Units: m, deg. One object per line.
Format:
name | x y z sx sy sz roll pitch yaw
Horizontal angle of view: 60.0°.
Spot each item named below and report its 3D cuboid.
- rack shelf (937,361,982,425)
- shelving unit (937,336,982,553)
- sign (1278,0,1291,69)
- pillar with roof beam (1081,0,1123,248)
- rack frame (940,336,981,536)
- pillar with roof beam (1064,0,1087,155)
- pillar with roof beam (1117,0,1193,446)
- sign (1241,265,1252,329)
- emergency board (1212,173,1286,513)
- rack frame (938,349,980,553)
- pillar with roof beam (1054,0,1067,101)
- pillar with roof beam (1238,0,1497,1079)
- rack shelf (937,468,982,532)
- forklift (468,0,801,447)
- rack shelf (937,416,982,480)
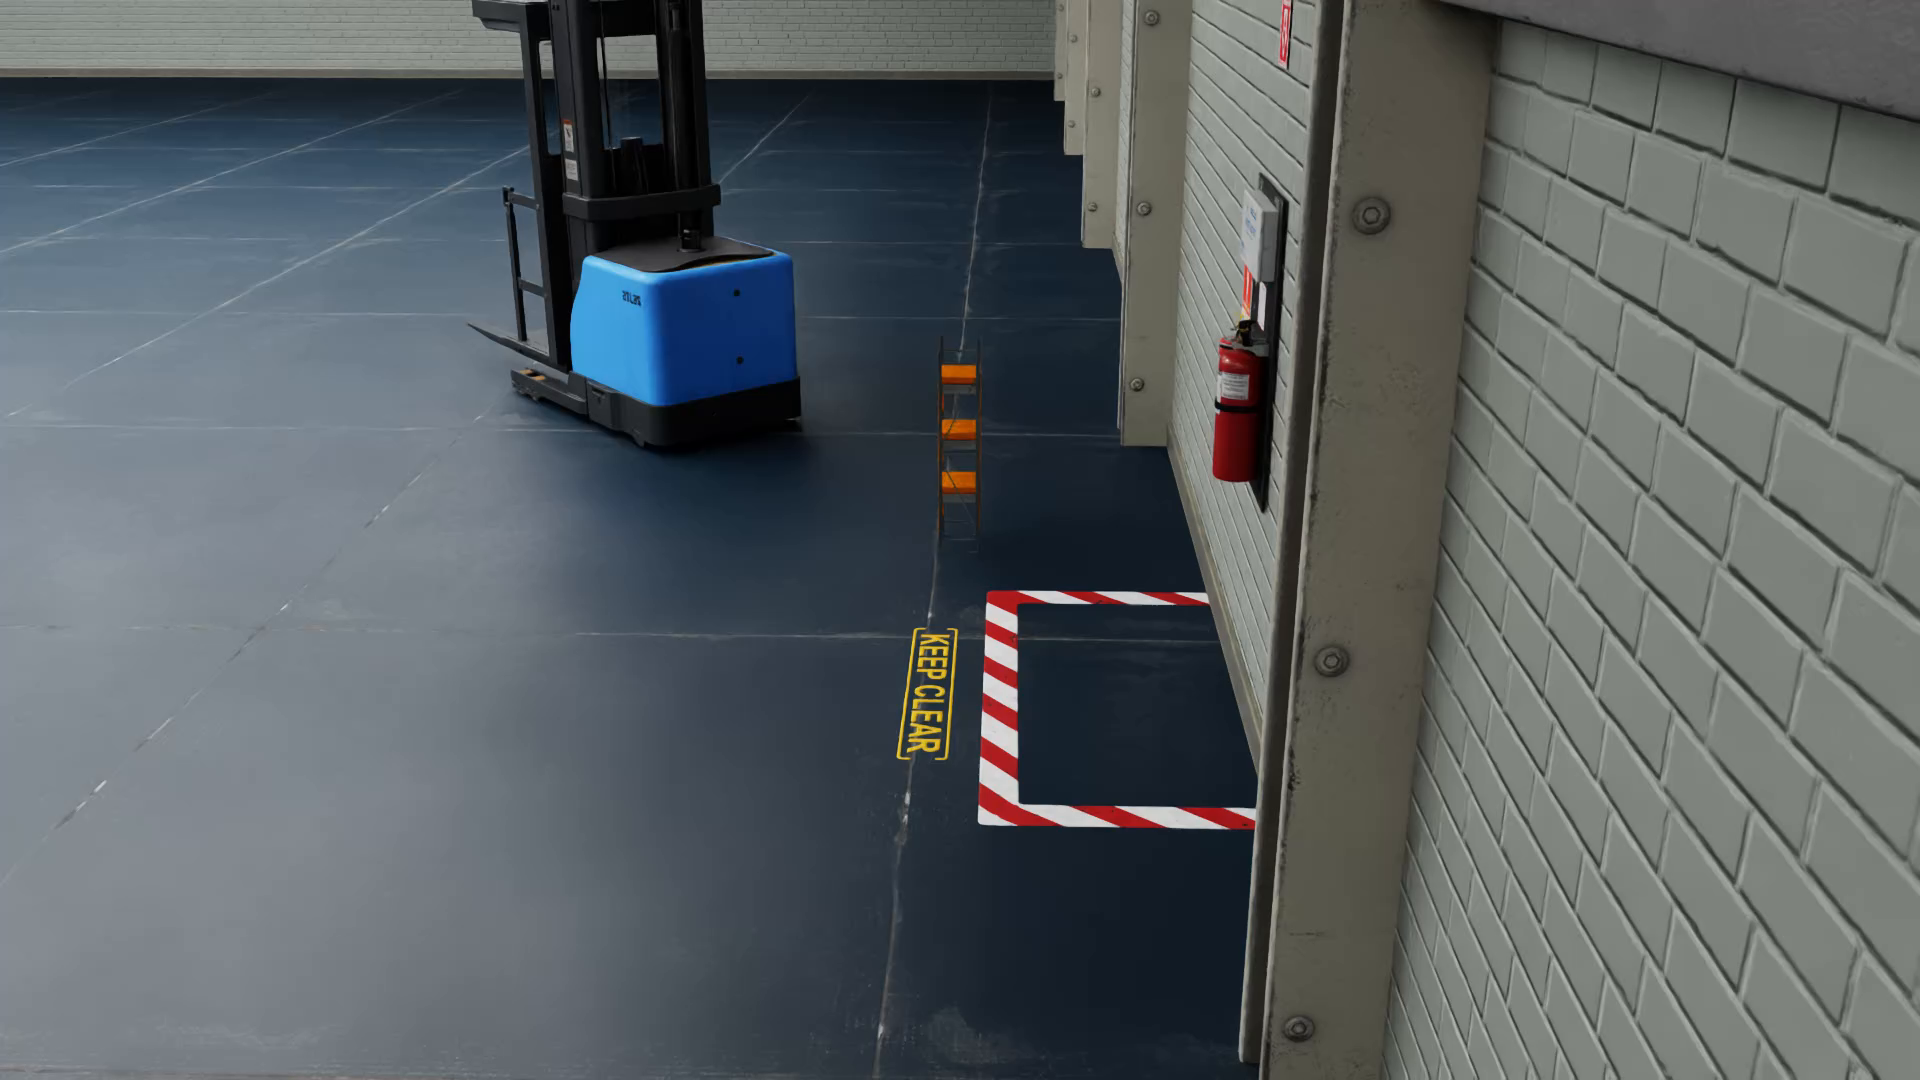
rack shelf | -0.002 -0.725 8.190 0.215 0.259 0.240 1 21 2
shelving unit | -0.002 -0.470 8.289 0.215 1.050 0.252 1 21 2
sign | 1.158 -1.840 5.921 0.001 0.298 0.199 1 21 2
pillar with roof beam | -2.993 -7.048 14.253 9.100 9.000 0.400 1 21 2
rack frame | 0.002 -0.514 8.403 0.200 1.050 0.008 1 21 2
pillar with roof beam | -2.810 -9.217 19.844 9.100 9.000 0.400 1 21 2
pillar with roof beam | -3.175 -4.878 8.661 9.100 9.000 0.400 1 21 2
sign | 1.178 -0.973 6.841 0.001 0.329 0.234 1 21 2
emergency board | 1.058 -0.758 6.335 0.194 1.169 0.643 1 21 2
rack frame | -0.005 -0.426 8.175 0.200 1.050 0.008 1 21 2
pillar with roof beam | -2.628 -11.386 25.435 9.100 9.000 0.400 1 21 2
pillar with roof beam | -3.358 -2.709 3.070 9.100 9.000 0.400 1 21 2
rack shelf | -0.002 -0.201 8.394 0.215 0.259 0.240 1 21 2
forklift | -2.316 -2.378 10.605 1.130 2.935 3.031 -17 27 -36
rack shelf | -0.002 -0.460 8.293 0.215 0.259 0.240 1 21 2
